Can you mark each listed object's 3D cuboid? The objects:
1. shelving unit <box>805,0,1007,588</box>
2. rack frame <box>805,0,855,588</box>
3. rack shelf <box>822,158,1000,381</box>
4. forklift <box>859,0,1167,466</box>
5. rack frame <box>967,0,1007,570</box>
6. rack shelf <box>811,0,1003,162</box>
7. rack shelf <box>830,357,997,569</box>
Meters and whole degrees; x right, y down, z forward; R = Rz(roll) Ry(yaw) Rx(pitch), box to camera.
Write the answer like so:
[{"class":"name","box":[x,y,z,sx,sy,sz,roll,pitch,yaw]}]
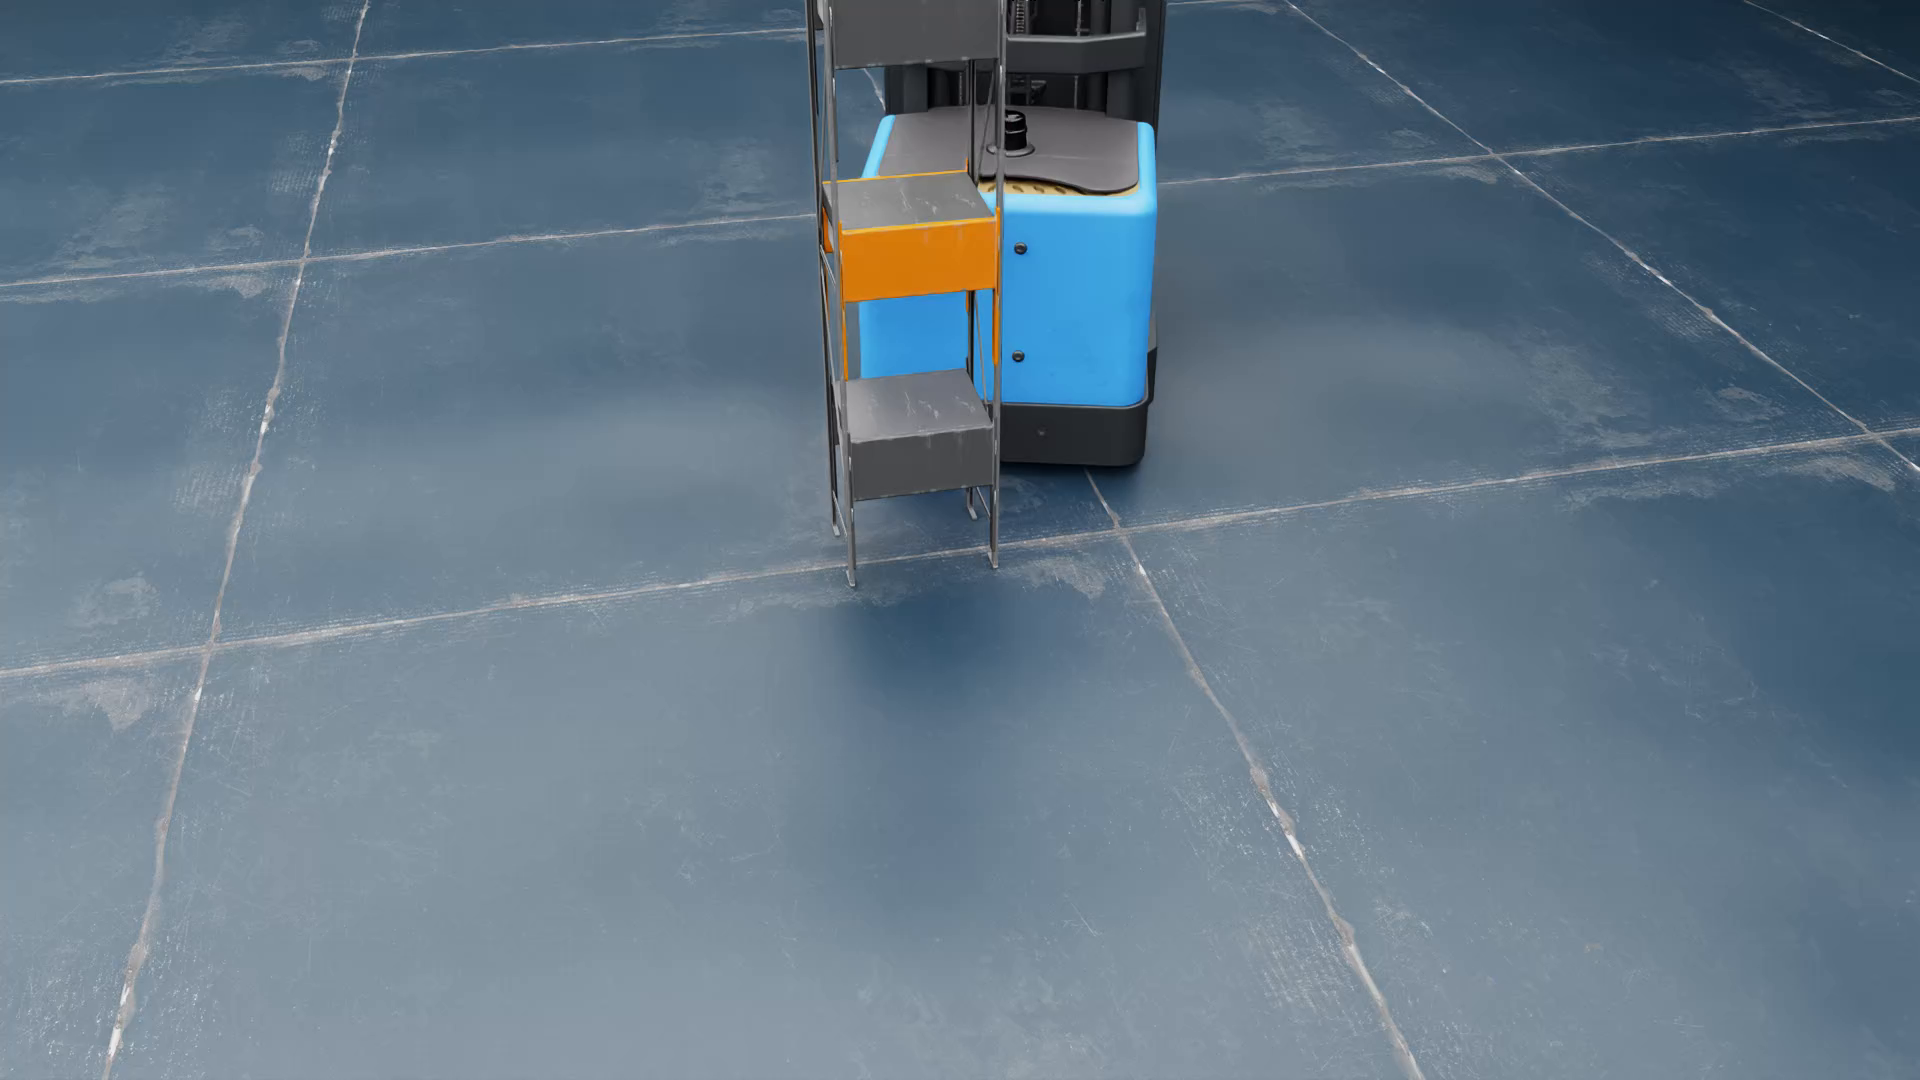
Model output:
[{"class":"shelving unit","box":[-0.161,-0.852,5.135,0.503,2.100,0.431,-7,35,-11]},{"class":"rack frame","box":[-0.399,-0.822,5.090,0.015,2.100,0.400,-7,35,-11]},{"class":"rack shelf","box":[-0.161,-0.840,5.142,0.480,0.518,0.431,-7,35,-11]},{"class":"forklift","box":[0.265,-2.283,6.522,1.130,2.935,3.031,3,34,4]},{"class":"rack frame","box":[0.077,-0.882,5.179,0.015,2.100,0.400,-7,35,-11]},{"class":"rack shelf","box":[-0.161,-1.421,4.752,0.480,0.518,0.431,-7,35,-11]},{"class":"rack shelf","box":[-0.161,-0.259,5.532,0.480,0.518,0.431,-7,35,-11]}]
